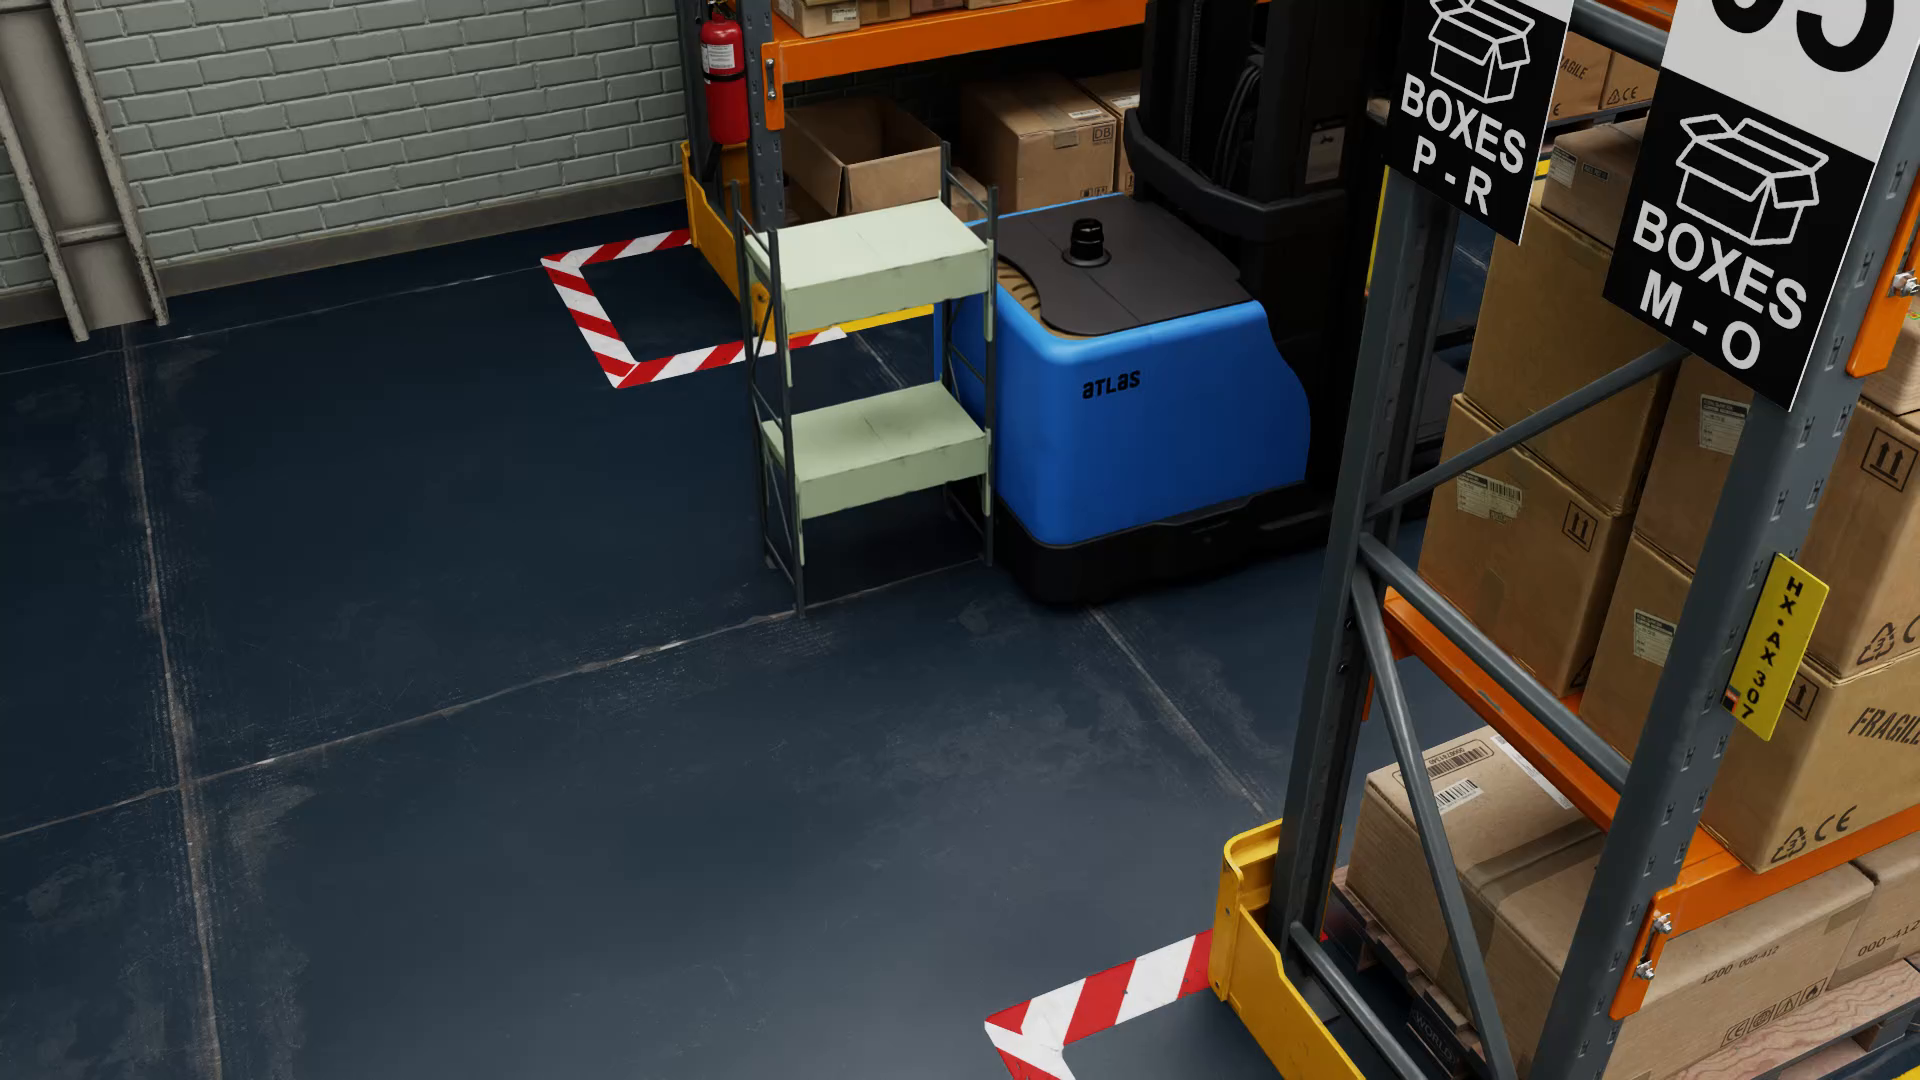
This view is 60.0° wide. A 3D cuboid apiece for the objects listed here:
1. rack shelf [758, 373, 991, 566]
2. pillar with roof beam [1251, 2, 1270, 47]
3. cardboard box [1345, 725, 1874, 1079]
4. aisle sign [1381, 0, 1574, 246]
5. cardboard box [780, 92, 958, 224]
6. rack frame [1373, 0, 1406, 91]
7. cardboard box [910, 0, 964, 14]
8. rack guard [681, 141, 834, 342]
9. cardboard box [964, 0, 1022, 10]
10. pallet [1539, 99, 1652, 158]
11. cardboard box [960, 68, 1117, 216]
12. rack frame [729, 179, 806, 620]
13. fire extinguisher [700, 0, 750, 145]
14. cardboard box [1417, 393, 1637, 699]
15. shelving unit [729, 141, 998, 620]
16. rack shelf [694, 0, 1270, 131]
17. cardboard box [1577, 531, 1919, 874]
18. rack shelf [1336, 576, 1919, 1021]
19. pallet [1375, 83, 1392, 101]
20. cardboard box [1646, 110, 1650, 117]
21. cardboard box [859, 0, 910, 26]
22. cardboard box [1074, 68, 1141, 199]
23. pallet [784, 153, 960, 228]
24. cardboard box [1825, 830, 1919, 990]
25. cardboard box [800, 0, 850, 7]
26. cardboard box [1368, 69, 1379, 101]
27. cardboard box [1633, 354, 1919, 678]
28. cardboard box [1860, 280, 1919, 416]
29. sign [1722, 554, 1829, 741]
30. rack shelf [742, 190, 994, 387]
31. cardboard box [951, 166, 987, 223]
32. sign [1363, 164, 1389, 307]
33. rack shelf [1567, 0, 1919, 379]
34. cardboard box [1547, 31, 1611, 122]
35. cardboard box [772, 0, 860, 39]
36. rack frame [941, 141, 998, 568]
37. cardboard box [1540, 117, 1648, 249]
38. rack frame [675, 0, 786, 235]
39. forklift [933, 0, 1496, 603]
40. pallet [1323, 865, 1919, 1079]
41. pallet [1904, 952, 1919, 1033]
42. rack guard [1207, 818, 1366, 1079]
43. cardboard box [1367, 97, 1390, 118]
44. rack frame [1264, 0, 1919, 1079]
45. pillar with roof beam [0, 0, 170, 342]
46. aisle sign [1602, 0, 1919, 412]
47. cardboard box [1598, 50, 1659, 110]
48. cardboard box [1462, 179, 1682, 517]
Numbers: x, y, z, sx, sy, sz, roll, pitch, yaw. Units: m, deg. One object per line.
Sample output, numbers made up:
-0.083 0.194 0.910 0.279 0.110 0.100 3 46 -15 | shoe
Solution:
-0.305 -0.259 5.887 0.720 0.370 0.431 -15 39 -19 | rack shelf
3.414 -3.830 3.860 0.400 9.000 9.100 -16 39 -20 | pillar with roof beam
1.645 0.896 4.323 0.875 0.438 0.875 -17 40 -21 | cardboard box
0.893 -0.937 2.813 0.004 0.787 0.394 -16 39 -20 | aisle sign
-0.429 -1.689 7.753 0.637 0.503 0.797 -17 40 -22 | cardboard box
2.598 -3.432 8.359 0.127 3.000 1.000 -16 39 -20 | rack frame
-0.175 -2.428 7.217 0.250 0.149 0.380 -16 40 -21 | cardboard box
-0.954 -1.435 7.765 0.348 0.500 1.175 -16 39 -20 | rack guard
0.080 -2.459 7.259 0.250 0.149 0.380 -14 39 -19 | cardboard box
3.318 -2.538 9.495 1.213 0.211 1.003 -16 39 -20 | pallet
0.361 -1.883 8.017 0.500 0.500 0.700 -14 39 -18 | cardboard box
-0.638 -0.431 5.572 0.023 1.500 0.400 -15 39 -19 | rack frame
-0.960 -1.952 6.742 0.183 0.674 0.296 -16 39 -20 | fire extinguisher
1.414 -0.049 3.714 0.500 0.500 0.500 -15 39 -20 | cardboard box
-0.305 -0.521 5.693 0.755 1.500 0.431 -15 39 -19 | shelving unit
0.788 -2.637 7.891 4.000 0.370 1.077 -16 39 -20 | rack shelf
1.646 0.250 3.312 0.500 0.500 0.500 -16 39 -20 | cardboard box
2.900 0.039 4.283 4.000 0.370 1.077 -16 39 -20 | rack shelf
1.976 -2.139 8.956 1.213 0.211 1.003 -16 39 -20 | pallet
1.549 -0.722 3.238 0.250 0.149 0.380 -15 39 -19 | cardboard box
-0.398 -2.343 7.102 0.250 0.149 0.380 -15 39 -19 | cardboard box
0.883 -1.963 8.125 0.500 0.500 0.500 -15 39 -19 | cardboard box
-0.233 -1.521 8.124 1.213 0.211 1.003 -16 39 -20 | pallet
2.469 0.660 4.641 0.875 0.438 0.875 -15 39 -19 | cardboard box
-0.498 -2.448 6.909 0.500 0.250 0.500 -15 39 -20 | cardboard box
1.900 -2.481 8.981 0.500 0.311 0.500 -14 39 -18 | cardboard box
1.645 -0.153 3.015 0.500 0.500 0.500 -16 40 -21 | cardboard box
1.529 -0.386 2.785 0.250 0.149 0.380 -15 39 -19 | cardboard box
1.320 0.178 2.699 0.005 0.325 0.100 -16 39 -20 | sign
-0.305 -0.834 5.461 0.720 0.370 0.431 -15 39 -19 | rack shelf
-0.028 -1.633 7.975 0.250 0.149 0.380 -17 40 -22 | cardboard box
0.872 -0.600 3.370 0.005 0.325 0.100 -16 39 -20 | sign
2.900 -1.166 3.390 4.000 0.370 1.077 -16 39 -20 | rack shelf
3.132 -2.598 8.980 0.500 0.500 0.500 -14 39 -18 | cardboard box
-0.609 -2.254 6.982 0.250 0.149 0.380 -16 39 -20 | cardboard box
0.028 -0.611 5.815 0.023 1.500 0.400 -15 39 -19 | rack frame
1.329 -0.645 3.134 0.250 0.149 0.380 -15 39 -19 | cardboard box
-1.023 -2.419 6.994 0.127 3.000 1.000 -16 39 -20 | rack frame
1.450 -1.536 5.860 3.031 2.935 1.130 -15 39 -19 | forklift
1.780 1.132 4.547 1.213 0.211 1.003 -16 39 -20 | pallet
2.883 0.825 4.960 1.213 0.211 1.003 -16 39 -20 | pallet
1.068 1.266 4.123 0.348 0.500 1.175 -16 39 -20 | rack guard
2.219 -2.156 8.680 0.250 0.149 0.380 -17 40 -21 | cardboard box
1.090 0.256 3.386 0.127 3.000 1.000 -16 39 -20 | rack frame
-2.017 -2.311 1.812 0.400 9.000 9.100 -16 39 -20 | pillar with roof beam
1.148 -0.613 2.377 0.004 0.787 0.394 -16 39 -20 | aisle sign
3.609 -2.738 9.169 0.500 0.500 0.500 -16 40 -21 | cardboard box
1.425 -0.436 3.396 0.500 0.500 0.500 -14 39 -18 | cardboard box
